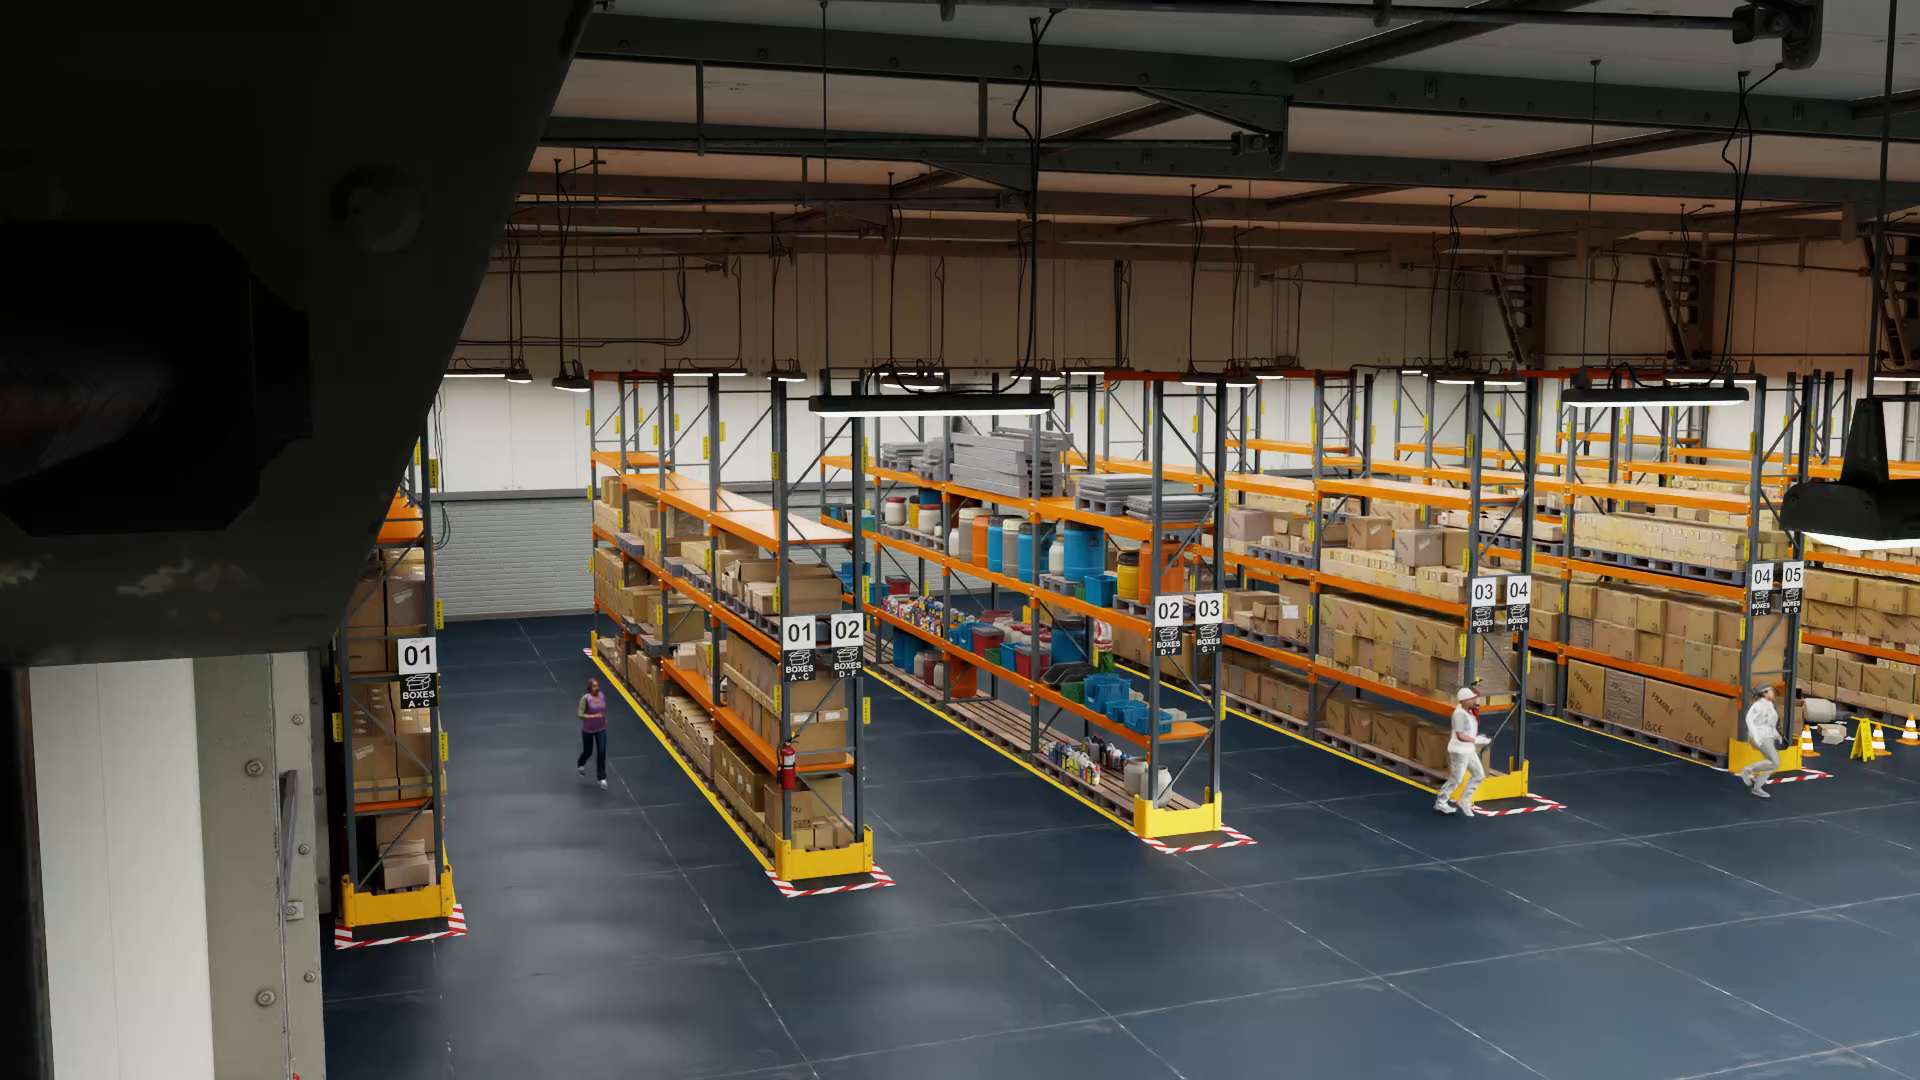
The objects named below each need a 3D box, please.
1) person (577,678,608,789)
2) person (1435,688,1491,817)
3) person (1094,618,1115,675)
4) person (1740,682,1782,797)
[{"bbox_3d":[-5.390,2.796,24.408,0.537,1.586,0.881,-5,8,-36],"label":"person"},{"bbox_3d":[6.909,2.929,22.765,0.737,1.838,0.701,4,7,32],"label":"person"},{"bbox_3d":[2.574,2.029,30.327,0.657,1.776,0.968,-4,8,-32],"label":"person"},{"bbox_3d":[11.624,2.852,23.994,0.506,1.619,0.640,6,9,43],"label":"person"}]
